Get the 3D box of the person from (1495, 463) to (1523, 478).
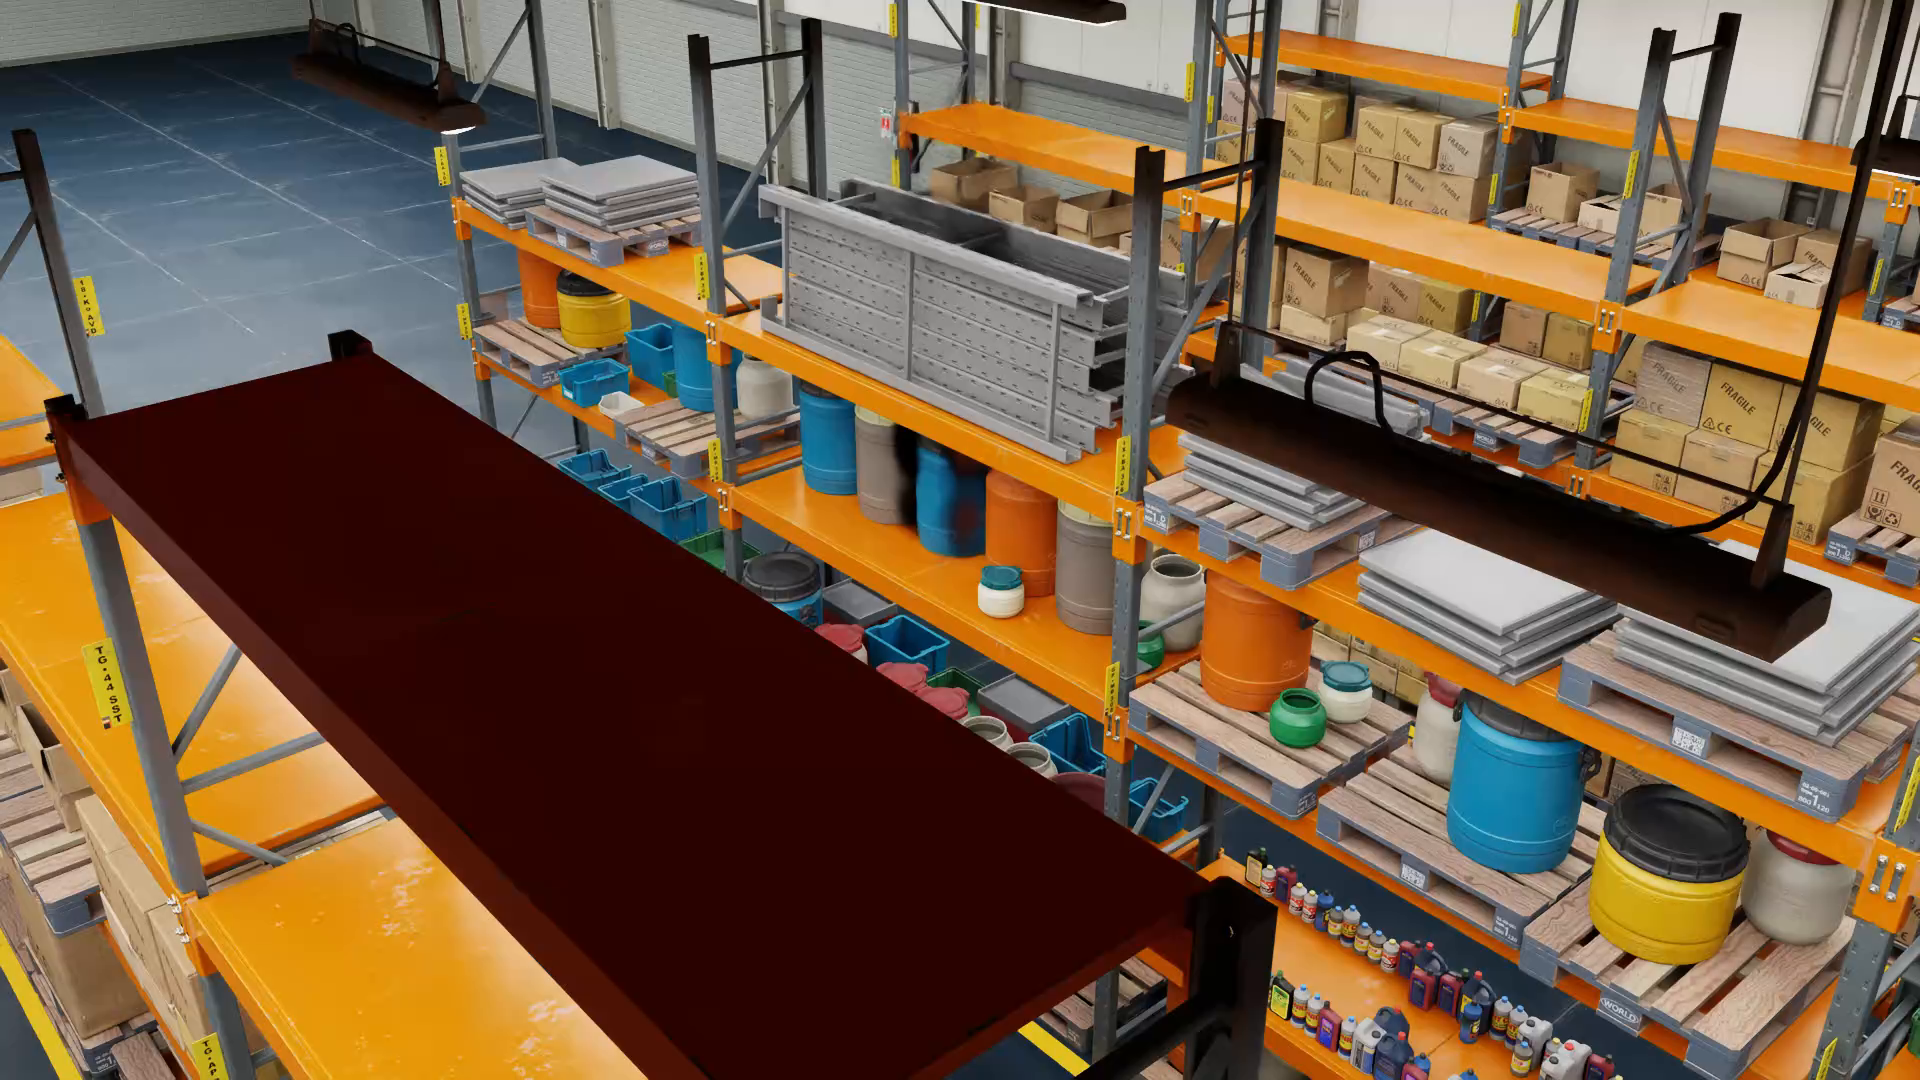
[{"bbox_3d":[5.079,-0.141,15.880,0.654,1.790,0.828,-23,35,-37],"label":"person"}]
